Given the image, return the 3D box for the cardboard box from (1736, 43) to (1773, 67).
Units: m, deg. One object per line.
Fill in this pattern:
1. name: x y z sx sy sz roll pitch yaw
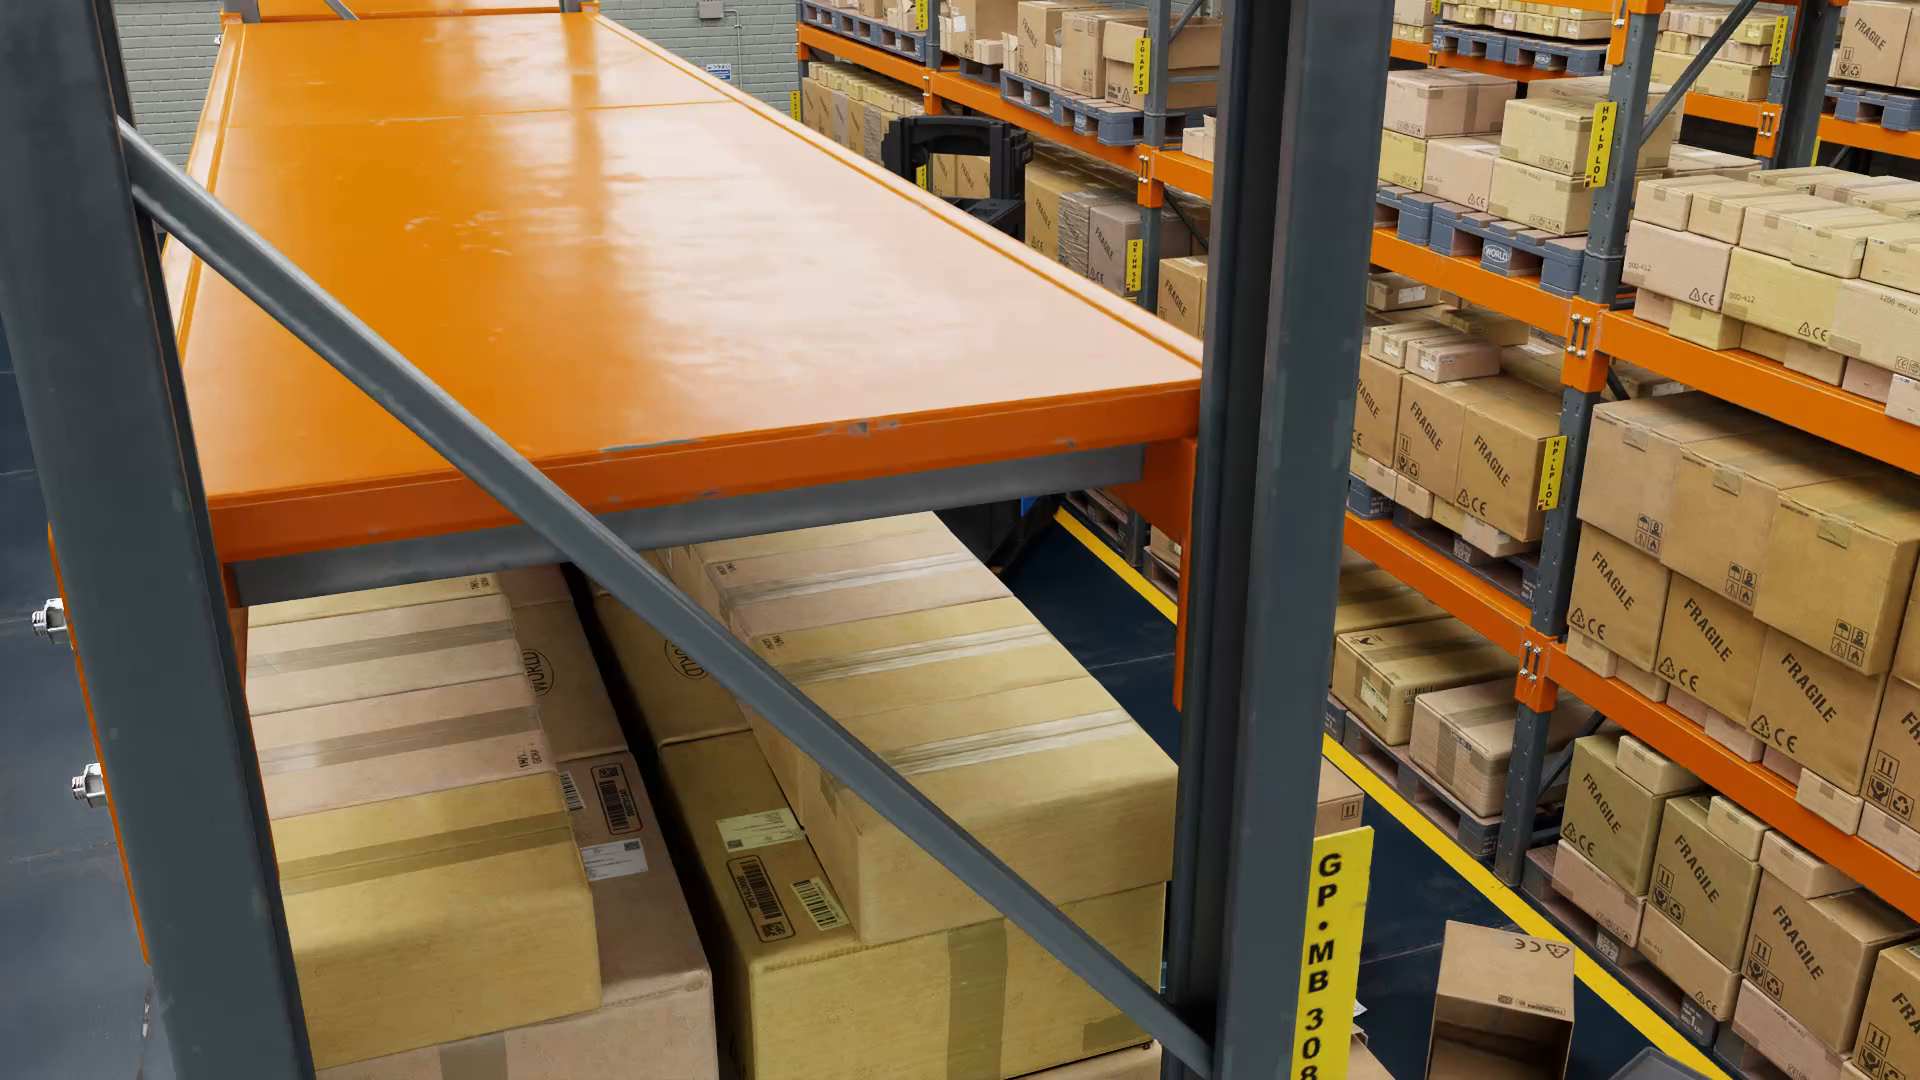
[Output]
1. cardboard box: 5.913 -3.555 12.140 0.380 0.149 0.250 -8 24 -18

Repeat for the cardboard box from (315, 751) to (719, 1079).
1. cardboard box: -0.582 0.514 1.948 0.500 0.250 0.500 -8 24 -18

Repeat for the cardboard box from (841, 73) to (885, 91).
1. cardboard box: -0.943 -4.448 16.191 0.380 0.149 0.250 -8 24 -18

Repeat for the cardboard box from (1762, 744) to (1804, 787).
1. cardboard box: 3.284 0.812 6.284 0.380 0.149 0.250 -8 24 -19

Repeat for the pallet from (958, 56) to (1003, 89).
1. pallet: 0.578 -3.701 13.053 0.805 0.209 1.217 -9 25 -21

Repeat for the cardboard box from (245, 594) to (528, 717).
1. cardboard box: -0.762 0.210 2.156 0.380 0.149 0.250 -8 24 -18

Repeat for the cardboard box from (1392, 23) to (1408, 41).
1. cardboard box: 4.363 -4.861 15.884 0.380 0.149 0.250 -8 24 -19

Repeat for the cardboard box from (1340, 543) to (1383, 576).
1. cardboard box: 2.079 0.211 10.229 0.950 0.372 0.625 -9 24 -20

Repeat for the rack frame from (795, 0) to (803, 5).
1. rack frame: -1.205 -6.951 16.656 1.000 3.000 0.127 -8 24 -19

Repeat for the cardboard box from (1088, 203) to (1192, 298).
1. cardboard box: 1.194 -1.938 11.071 0.500 0.500 0.500 -9 24 -20

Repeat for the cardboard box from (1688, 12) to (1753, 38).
1. cardboard box: 5.730 -3.880 12.528 0.380 0.149 0.250 -9 25 -21

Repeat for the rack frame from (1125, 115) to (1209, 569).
1. rack frame: 1.621 -1.280 10.924 1.000 3.000 0.127 -8 24 -19

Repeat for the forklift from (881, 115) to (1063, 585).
1. forklift: -0.201 -1.121 10.637 1.130 2.935 3.031 8 24 17

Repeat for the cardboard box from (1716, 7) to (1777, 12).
1. cardboard box: 6.102 -4.044 12.918 0.380 0.149 0.250 -7 24 -17

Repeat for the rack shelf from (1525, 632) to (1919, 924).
1. rack shelf: 3.741 1.232 5.891 1.077 0.370 4.000 -8 24 -19

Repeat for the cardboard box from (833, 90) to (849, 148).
1. cardboard box: -0.924 -4.107 16.216 0.500 0.500 0.500 -9 24 -19

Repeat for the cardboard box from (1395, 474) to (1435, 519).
1. cardboard box: 2.393 -0.240 8.240 0.380 0.149 0.250 -9 24 -20

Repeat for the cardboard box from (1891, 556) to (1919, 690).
1. cardboard box: 3.568 0.271 5.445 0.700 0.500 0.500 -9 24 -19

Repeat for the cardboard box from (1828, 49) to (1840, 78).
1. cardboard box: 6.102 -3.308 11.505 0.380 0.166 0.250 -8 24 -19

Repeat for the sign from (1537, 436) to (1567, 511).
1. sign: 2.516 -0.282 7.067 0.100 0.325 0.005 -8 24 -19

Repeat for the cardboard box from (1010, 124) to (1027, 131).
1. cardboard box: 0.266 -3.446 14.648 0.500 0.500 0.500 -8 24 -19

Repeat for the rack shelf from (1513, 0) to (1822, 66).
1. rack shelf: 2.328 -2.802 8.252 1.077 0.370 4.000 -8 24 -19

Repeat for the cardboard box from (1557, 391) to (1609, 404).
1. cardboard box: 3.137 -0.413 7.814 0.500 0.500 0.500 -8 24 -18

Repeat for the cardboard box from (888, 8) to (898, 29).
1. cardboard box: -0.410 -4.523 14.412 0.380 0.149 0.250 -8 24 -18

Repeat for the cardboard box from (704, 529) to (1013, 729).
1. cardboard box: -0.146 0.120 2.367 0.380 0.149 0.250 -9 24 -20

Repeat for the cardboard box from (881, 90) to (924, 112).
1. cardboard box: -0.497 -3.985 15.092 0.380 0.149 0.250 -9 24 -19

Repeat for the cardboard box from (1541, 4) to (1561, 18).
1. cardboard box: 5.065 -4.431 13.810 0.380 0.149 0.250 -8 24 -19

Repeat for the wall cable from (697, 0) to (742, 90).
1. wall cable: -3.219 -6.715 22.471 0.585 1.953 0.123 -8 24 -19

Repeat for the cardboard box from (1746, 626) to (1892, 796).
1. cardboard box: 3.293 0.552 6.066 0.500 0.500 0.500 -9 24 -19

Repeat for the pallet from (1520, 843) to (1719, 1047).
1. pallet: 3.304 1.698 7.450 1.003 0.211 1.213 -8 24 -19

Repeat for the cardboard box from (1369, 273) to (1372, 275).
1. cardboard box: 2.235 -1.343 10.022 0.500 0.500 0.500 -9 24 -20

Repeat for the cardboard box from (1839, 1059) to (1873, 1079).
1. cardboard box: 3.544 2.065 5.988 0.500 0.250 0.500 -9 25 -21

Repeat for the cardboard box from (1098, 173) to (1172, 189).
1. cardboard box: 1.323 -2.368 12.091 0.500 0.500 0.500 -8 24 -17

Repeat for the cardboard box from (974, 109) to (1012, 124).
1. cardboard box: 0.339 -3.689 14.389 0.380 0.149 0.250 -9 24 -20

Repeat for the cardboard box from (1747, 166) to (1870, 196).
1. cardboard box: 3.350 -1.375 6.585 0.380 0.149 0.250 -8 24 -18

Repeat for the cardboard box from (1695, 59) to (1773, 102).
1. cardboard box: 5.855 -3.428 12.353 0.500 0.250 0.500 -9 25 -21

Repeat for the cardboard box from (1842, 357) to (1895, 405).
1. cardboard box: 3.281 -0.573 5.709 0.380 0.149 0.250 -9 25 -21

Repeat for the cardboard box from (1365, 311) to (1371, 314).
1. cardboard box: 1.948 -1.081 9.399 0.500 0.500 0.500 -8 24 -18

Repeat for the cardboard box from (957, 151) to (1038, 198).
1. cardboard box: 0.300 -2.860 13.256 0.500 0.500 0.500 -8 24 -19

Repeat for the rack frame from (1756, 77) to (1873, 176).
1. rack frame: 6.263 -1.962 12.543 1.000 3.000 0.127 -8 24 -19

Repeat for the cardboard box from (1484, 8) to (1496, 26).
1. cardboard box: 4.824 -4.581 14.549 0.380 0.149 0.250 -8 24 -19

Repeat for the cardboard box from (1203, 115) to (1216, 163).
1. cardboard box: 1.663 -2.369 9.821 0.396 0.266 0.258 -8 24 -19

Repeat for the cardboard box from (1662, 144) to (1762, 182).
1. cardboard box: 3.203 -1.600 7.475 0.500 0.250 0.500 -9 24 -20

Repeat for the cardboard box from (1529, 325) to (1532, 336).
1. cardboard box: 5.180 -1.876 15.018 0.500 0.500 0.500 -9 25 -21

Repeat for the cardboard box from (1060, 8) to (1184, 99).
1. cardboard box: 1.094 -3.235 11.032 0.700 0.500 0.500 -10 25 -22

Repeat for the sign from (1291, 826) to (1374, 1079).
1. sign: 0.373 0.448 1.737 0.100 0.325 0.005 -8 24 -19

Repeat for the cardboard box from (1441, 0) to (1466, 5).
1. cardboard box: 4.546 -4.890 14.899 0.380 0.149 0.250 -8 24 -17

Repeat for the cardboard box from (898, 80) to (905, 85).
1. cardboard box: -0.389 -4.433 16.155 0.380 0.149 0.250 -8 24 -18

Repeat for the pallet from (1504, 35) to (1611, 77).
1. pallet: 5.384 -4.088 13.967 1.213 0.211 1.003 -8 24 -19

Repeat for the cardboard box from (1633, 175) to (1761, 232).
1. cardboard box: 2.840 -1.301 6.409 0.380 0.149 0.250 -9 24 -20

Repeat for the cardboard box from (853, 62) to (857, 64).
1. cardboard box: -0.891 -4.889 17.237 0.380 0.149 0.250 -8 24 -18

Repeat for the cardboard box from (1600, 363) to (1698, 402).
1. cardboard box: 3.199 -0.721 7.712 0.380 0.149 0.250 -8 24 -19

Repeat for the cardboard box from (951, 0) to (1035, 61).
1. cardboard box: 0.248 -3.995 12.835 0.500 0.500 0.500 -9 24 -20

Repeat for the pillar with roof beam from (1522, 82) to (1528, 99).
1. pillar with roof beam: 1.420 -5.966 14.318 9.100 9.000 0.400 -8 24 -19

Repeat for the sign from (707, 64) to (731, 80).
1. sign: -3.286 -6.372 22.659 0.327 0.218 0.001 -8 24 -19

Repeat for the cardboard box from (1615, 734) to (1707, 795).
1. cardboard box: 2.978 0.908 6.933 0.380 0.149 0.250 -8 24 -18

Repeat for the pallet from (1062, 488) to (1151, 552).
1. pallet: 1.413 -0.292 12.170 1.003 0.211 1.213 -8 24 -19

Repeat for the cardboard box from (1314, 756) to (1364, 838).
1. cardboard box: 1.379 1.232 7.209 0.500 0.500 0.500 -8 24 -19
